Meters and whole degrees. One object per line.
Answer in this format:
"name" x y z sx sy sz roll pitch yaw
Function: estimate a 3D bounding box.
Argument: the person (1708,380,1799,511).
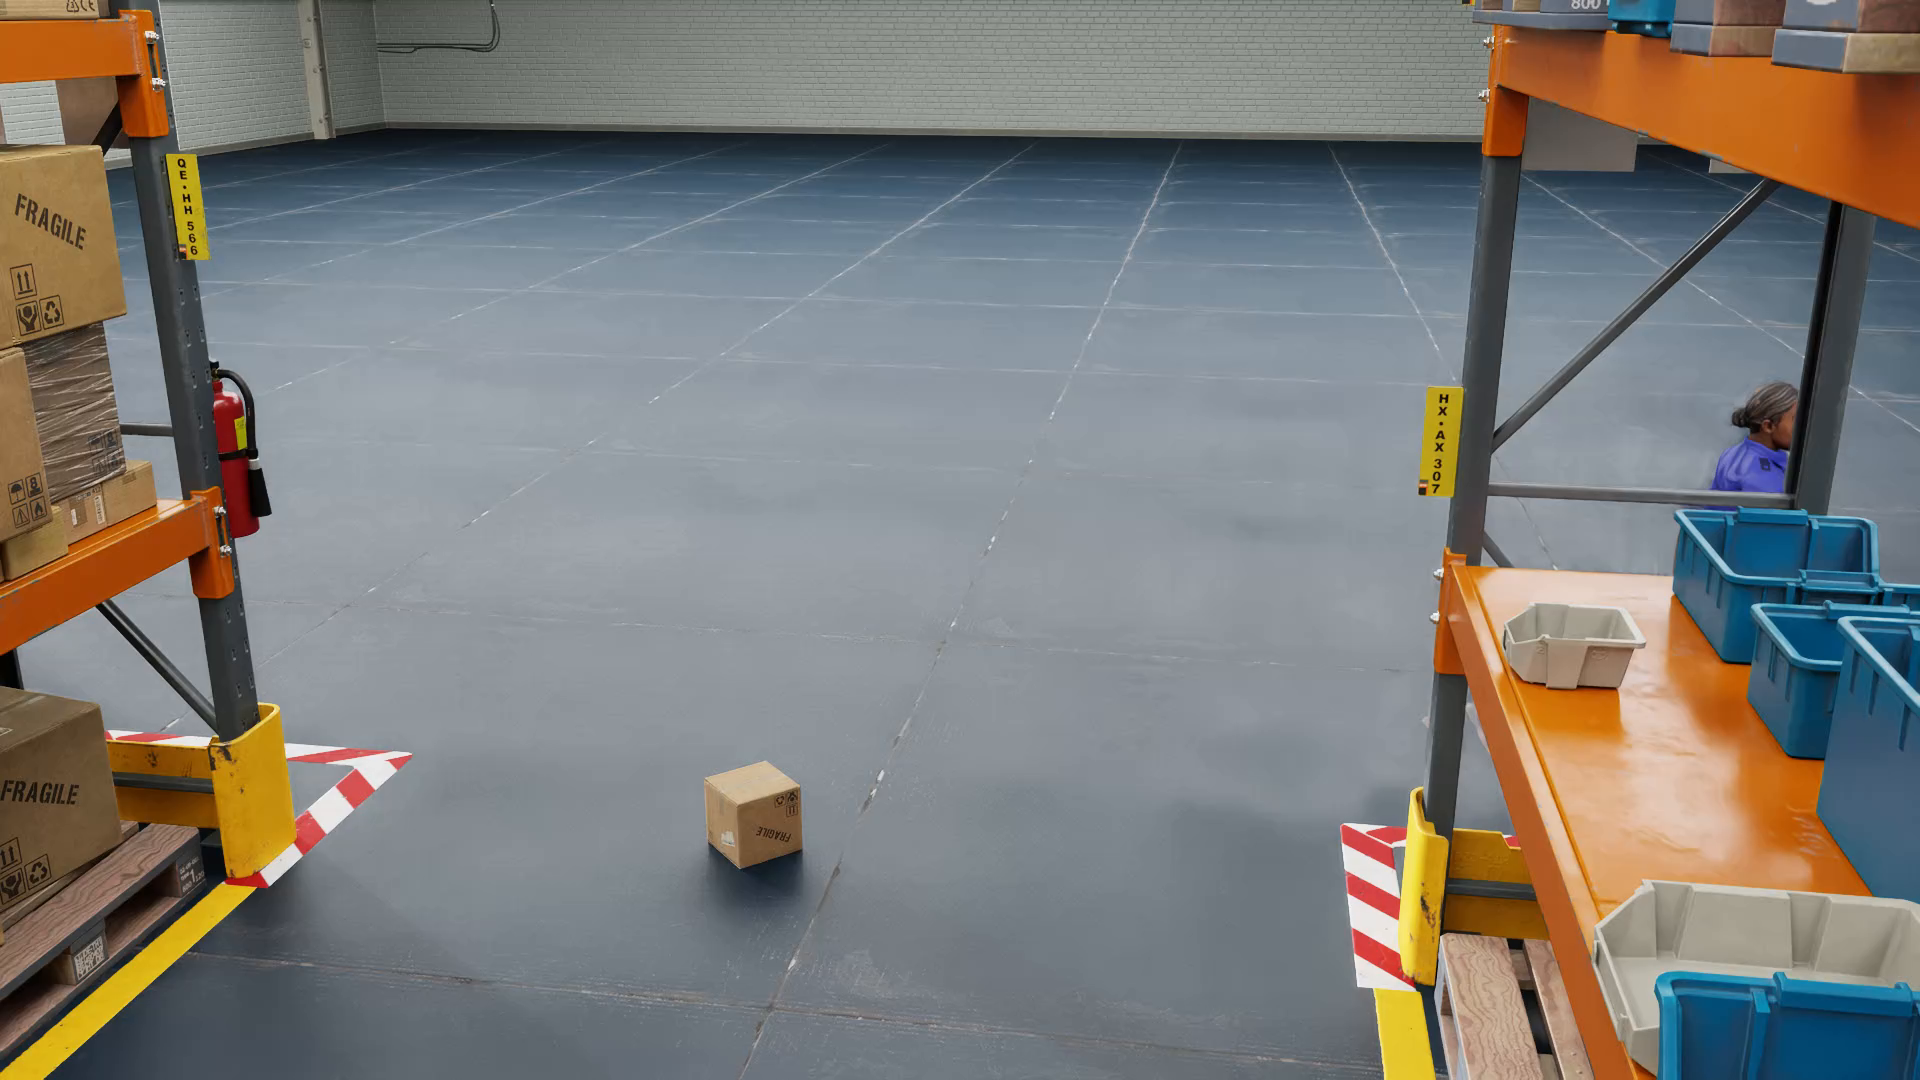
"person" 2.804 0.209 5.899 1.006 1.592 0.527 5 19 16
